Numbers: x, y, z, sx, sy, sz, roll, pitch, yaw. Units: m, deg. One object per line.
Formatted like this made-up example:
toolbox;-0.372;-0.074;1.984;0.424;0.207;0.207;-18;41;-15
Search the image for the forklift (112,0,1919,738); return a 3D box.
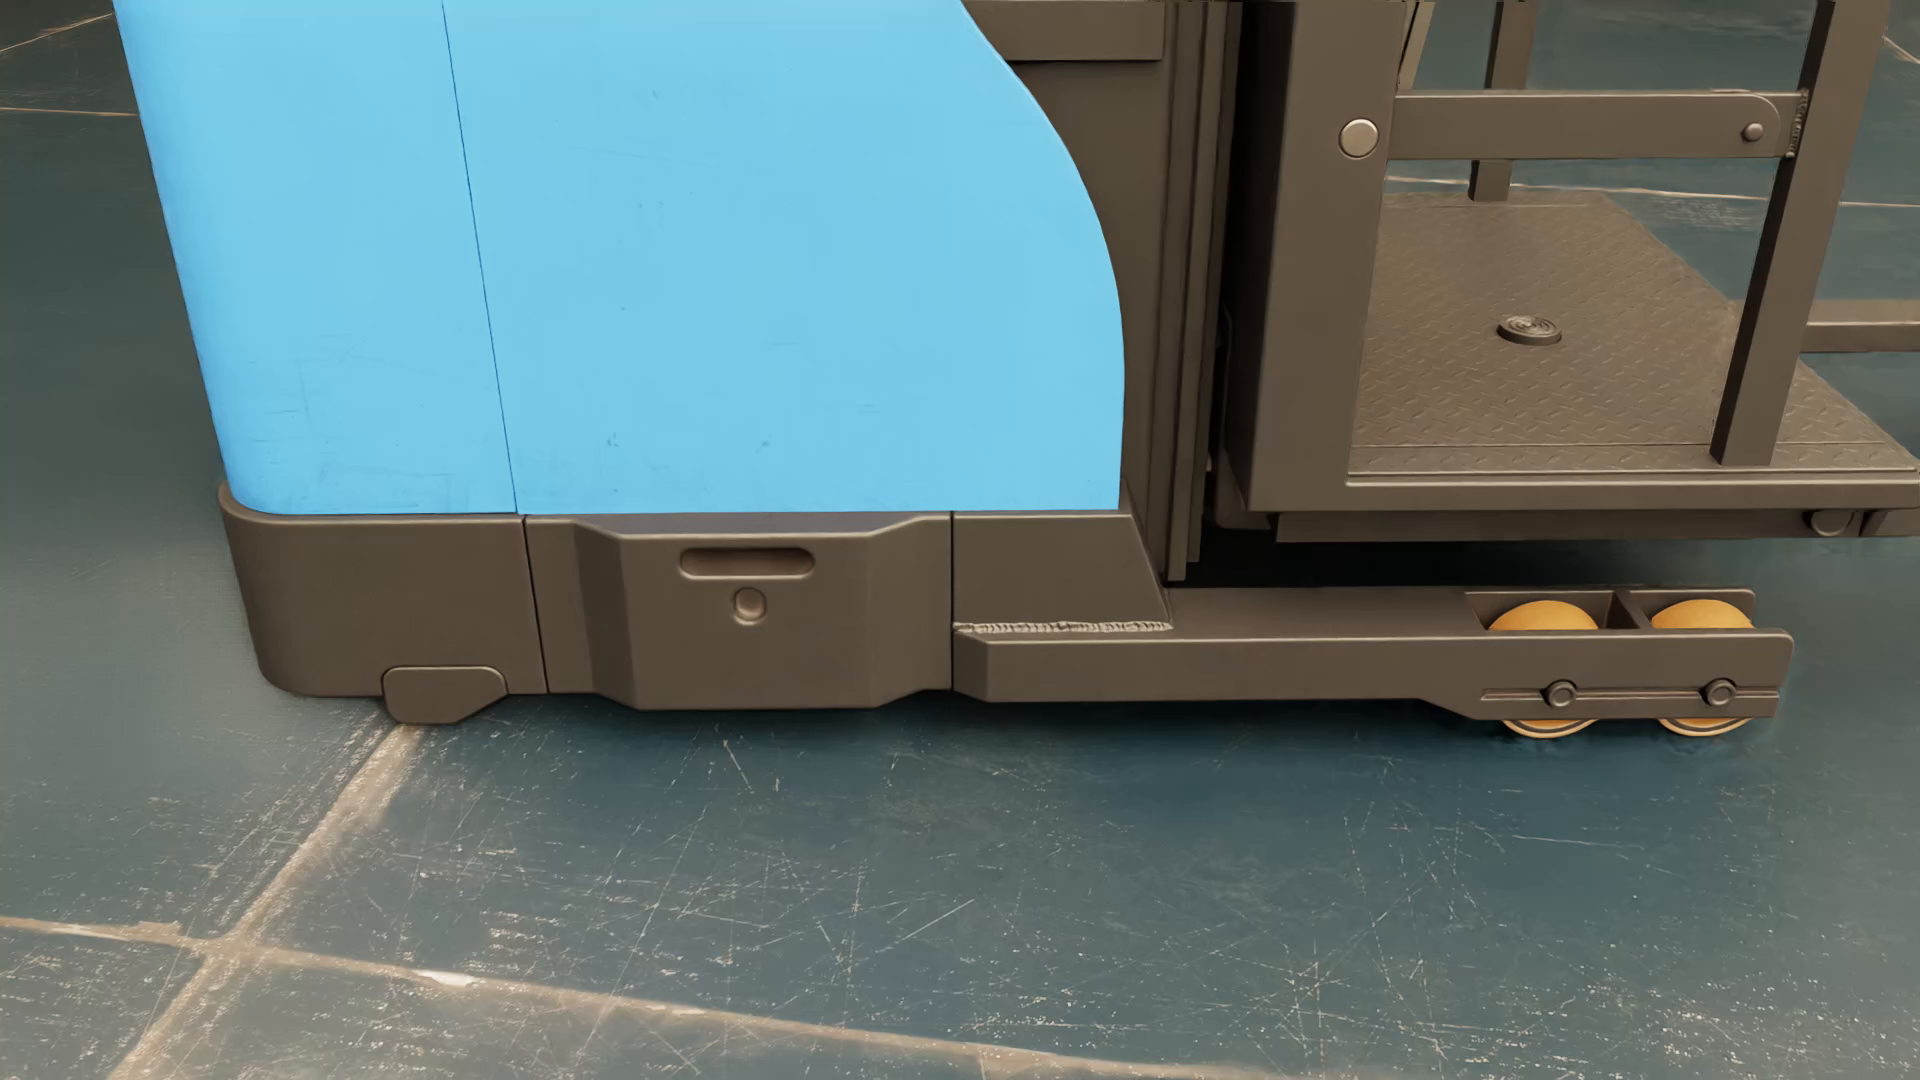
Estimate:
forklift;0.627;-1.296;1.814;3.031;2.935;1.130;0;29;-1
